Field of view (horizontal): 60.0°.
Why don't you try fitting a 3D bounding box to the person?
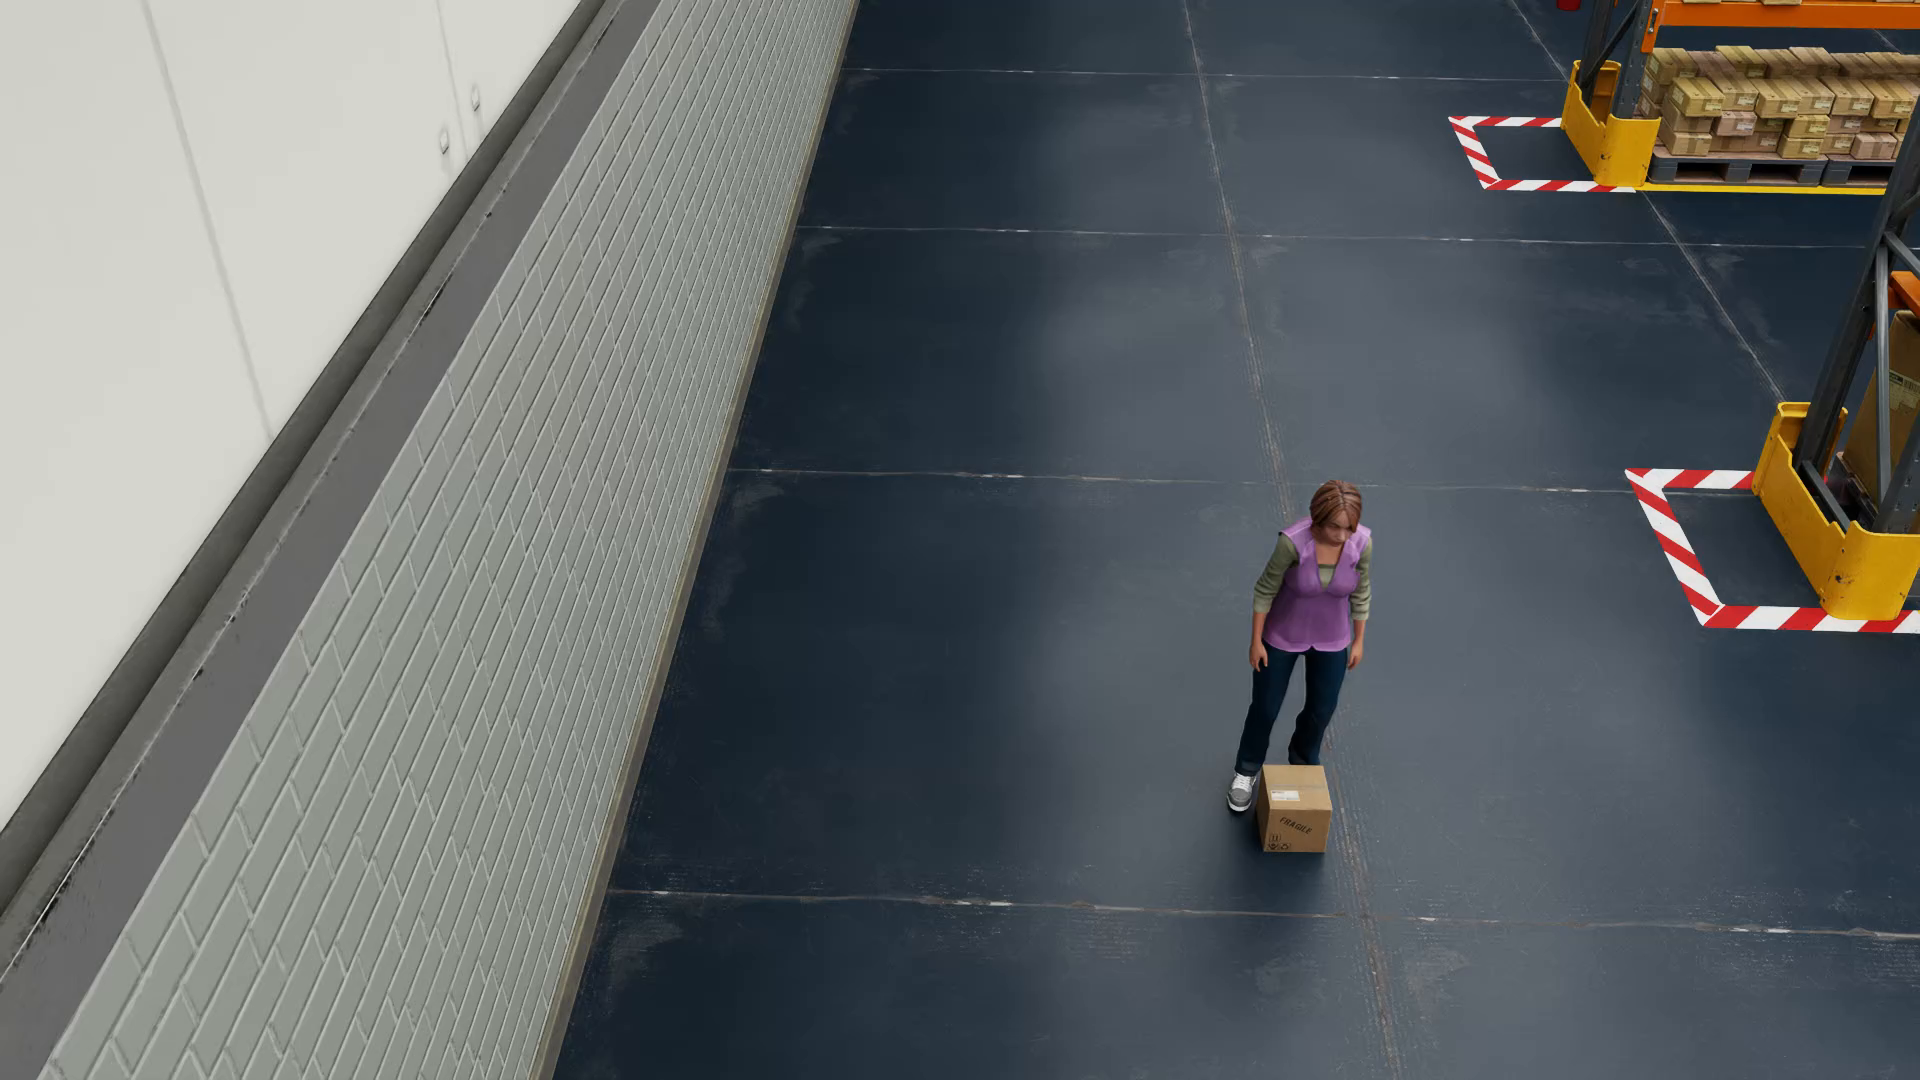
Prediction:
[{"bbox_3d":[1.360,0.406,6.568,0.483,1.592,0.347,-1,36,-1],"label":"person"}]
